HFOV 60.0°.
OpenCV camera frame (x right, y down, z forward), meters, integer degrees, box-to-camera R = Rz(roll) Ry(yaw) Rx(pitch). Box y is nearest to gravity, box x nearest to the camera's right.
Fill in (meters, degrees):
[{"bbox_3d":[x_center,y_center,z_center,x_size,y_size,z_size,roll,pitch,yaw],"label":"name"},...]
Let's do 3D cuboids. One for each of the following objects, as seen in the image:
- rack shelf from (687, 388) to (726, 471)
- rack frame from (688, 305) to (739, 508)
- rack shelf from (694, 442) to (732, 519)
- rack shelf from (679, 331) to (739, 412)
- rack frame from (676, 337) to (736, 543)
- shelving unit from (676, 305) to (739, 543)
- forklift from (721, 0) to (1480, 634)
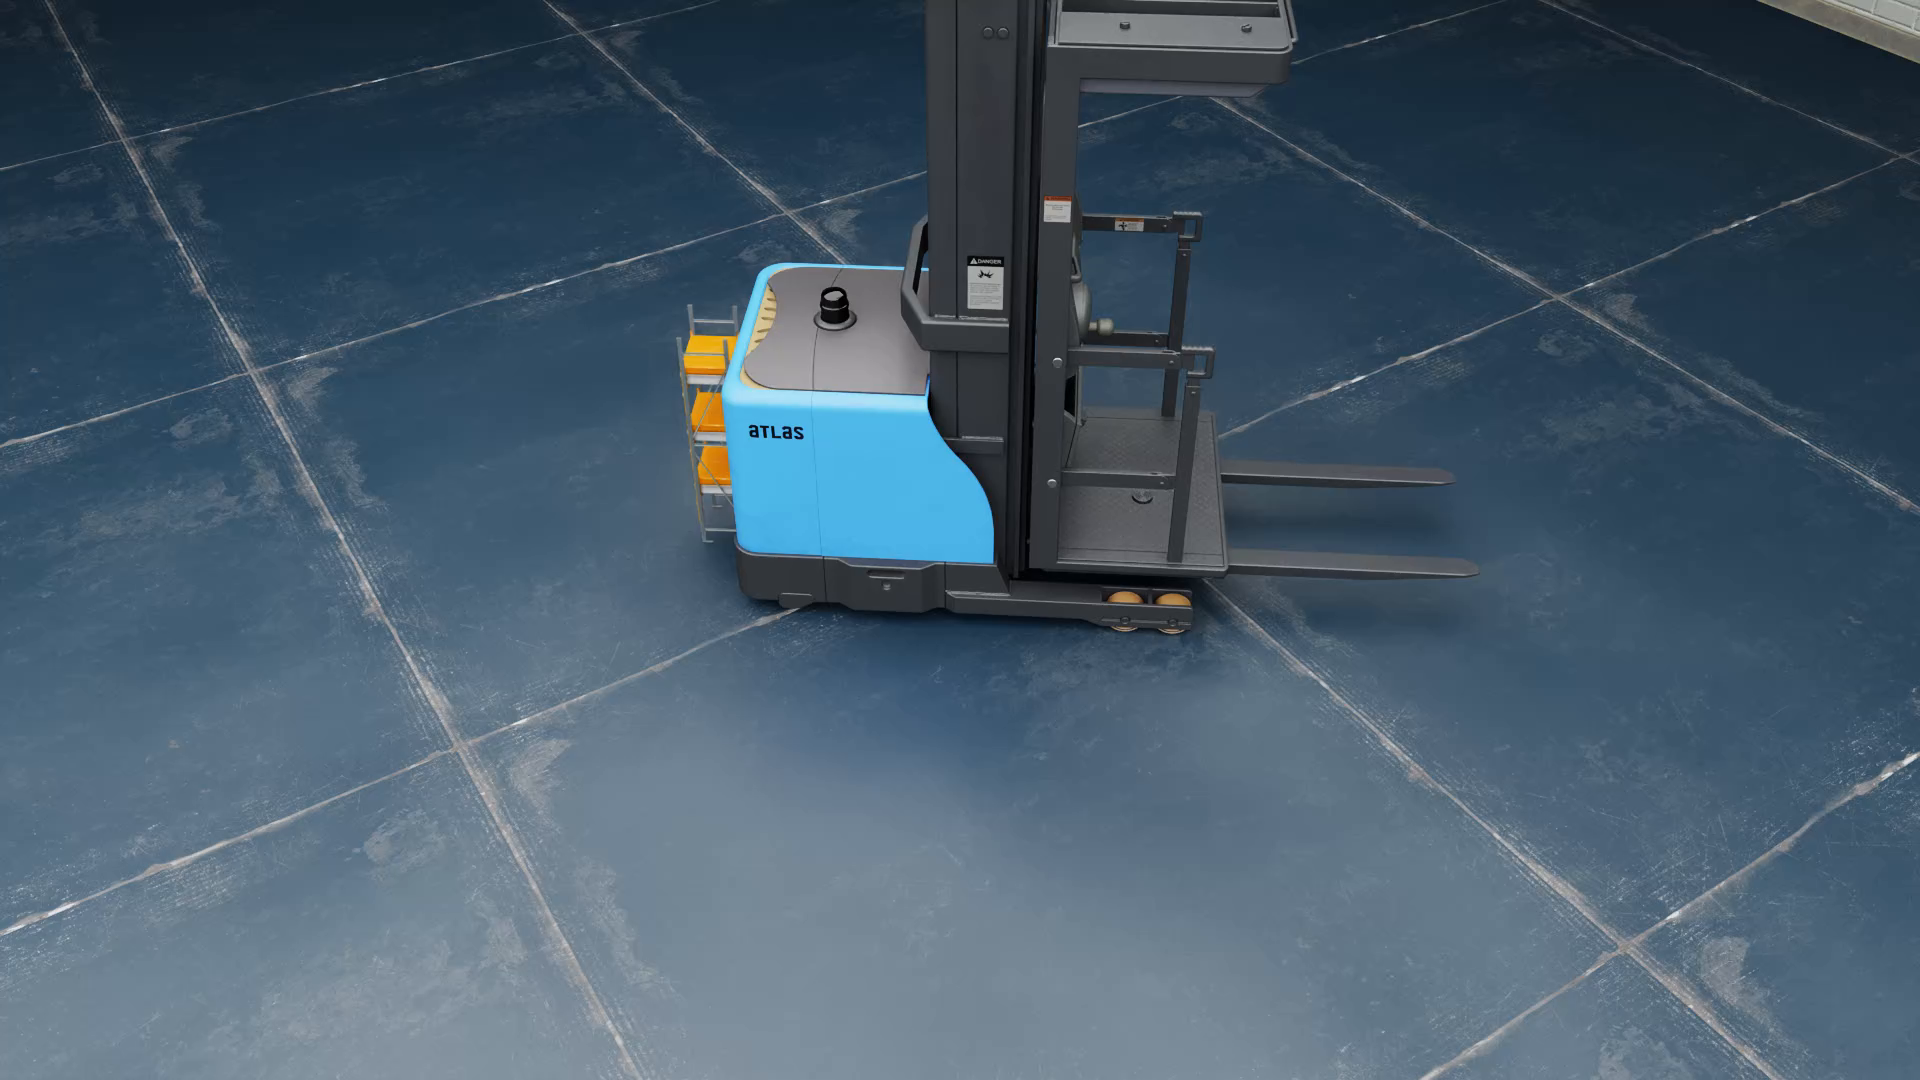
[{"bbox_3d":[-1.013,-0.461,7.000,0.215,0.259,0.240,2,40,2],"label":"rack shelf"},{"bbox_3d":[-1.006,-0.547,7.086,0.200,1.050,0.008,2,40,2],"label":"rack frame"},{"bbox_3d":[-1.013,-0.247,7.178,0.215,0.259,0.240,2,40,2],"label":"rack shelf"},{"bbox_3d":[-1.013,-0.679,6.818,0.215,0.259,0.240,2,40,2],"label":"rack shelf"},{"bbox_3d":[-1.019,-0.391,6.899,0.200,1.050,0.008,2,40,2],"label":"rack frame"},{"bbox_3d":[-1.013,-0.469,6.993,0.215,1.050,0.252,2,40,2],"label":"shelving unit"},{"bbox_3d":[0.621,-1.098,6.278,3.031,2.935,1.130,3,40,3],"label":"forklift"}]
